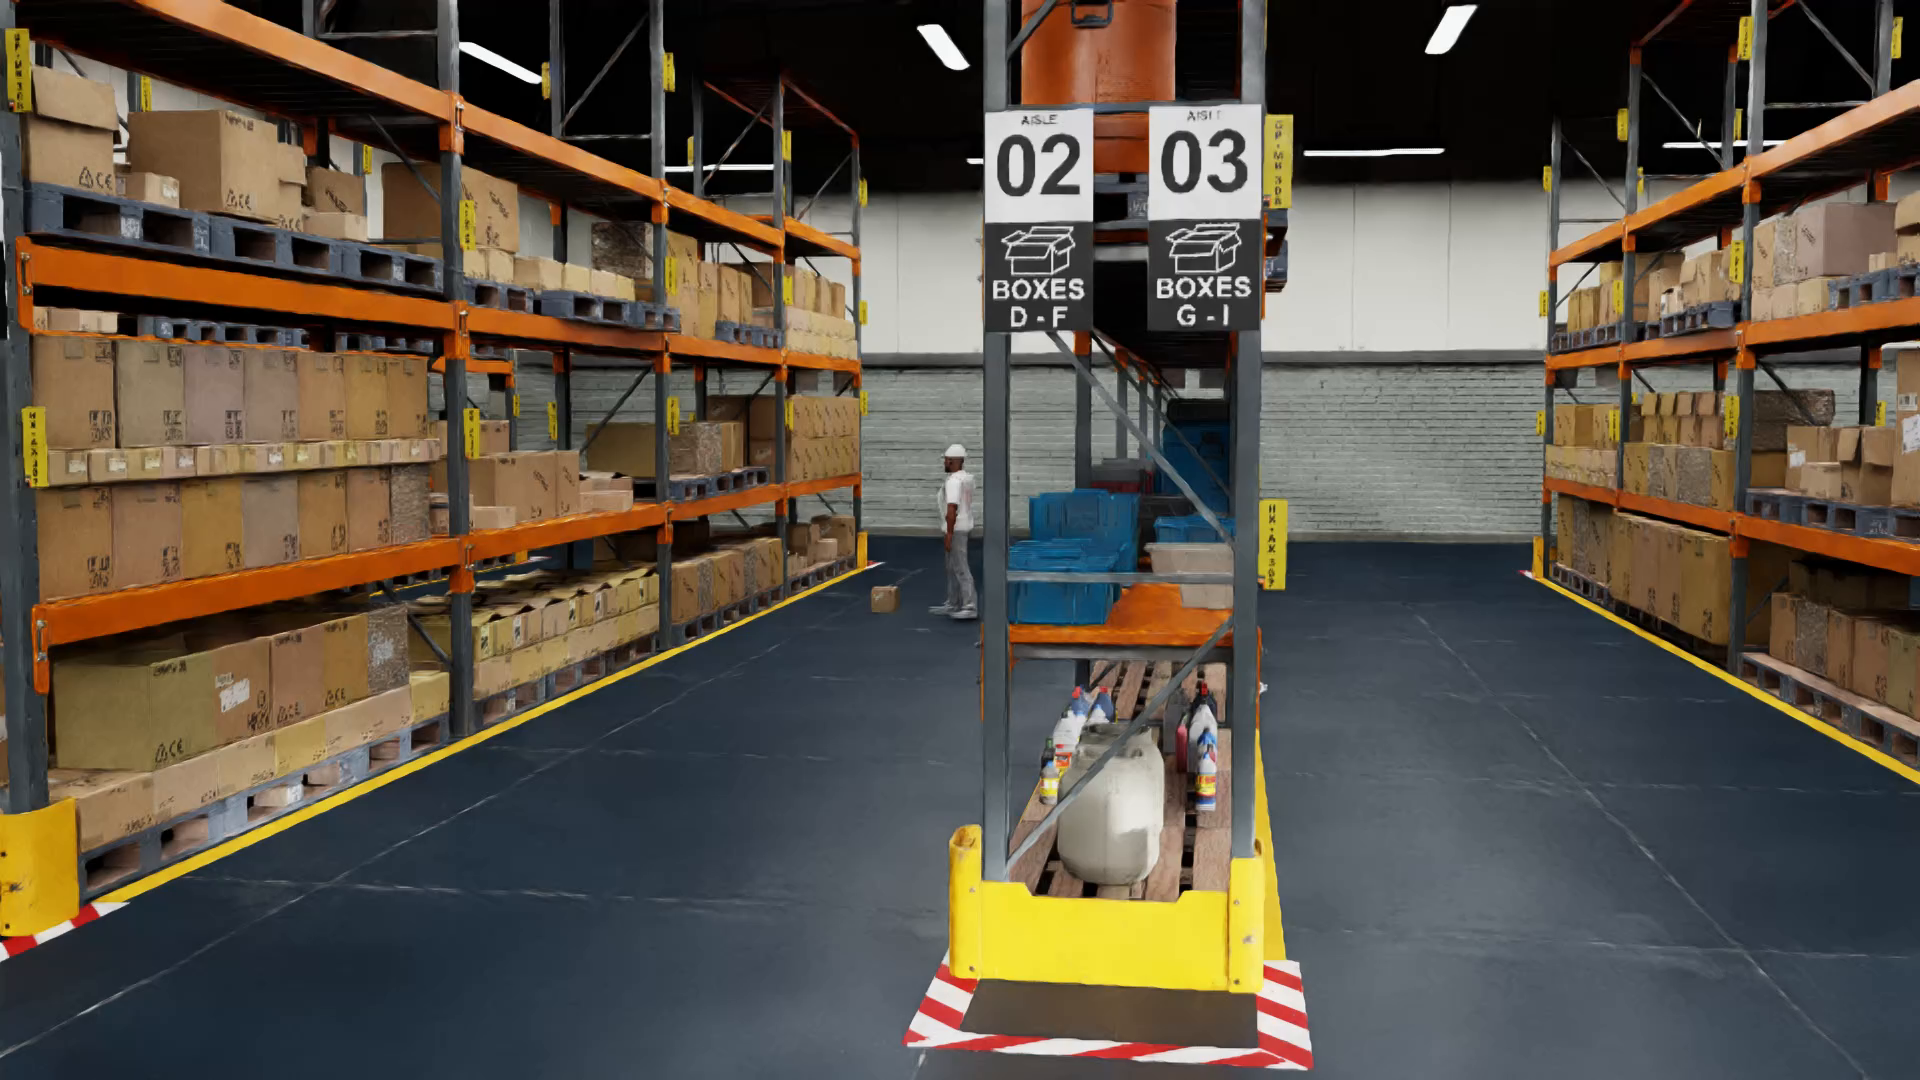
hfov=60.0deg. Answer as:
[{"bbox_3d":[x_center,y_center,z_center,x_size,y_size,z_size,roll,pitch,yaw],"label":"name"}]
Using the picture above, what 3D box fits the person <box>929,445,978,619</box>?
[{"bbox_3d":[-0.068,-0.093,17.039,0.582,1.768,0.738,1,5,13],"label":"person"}]
